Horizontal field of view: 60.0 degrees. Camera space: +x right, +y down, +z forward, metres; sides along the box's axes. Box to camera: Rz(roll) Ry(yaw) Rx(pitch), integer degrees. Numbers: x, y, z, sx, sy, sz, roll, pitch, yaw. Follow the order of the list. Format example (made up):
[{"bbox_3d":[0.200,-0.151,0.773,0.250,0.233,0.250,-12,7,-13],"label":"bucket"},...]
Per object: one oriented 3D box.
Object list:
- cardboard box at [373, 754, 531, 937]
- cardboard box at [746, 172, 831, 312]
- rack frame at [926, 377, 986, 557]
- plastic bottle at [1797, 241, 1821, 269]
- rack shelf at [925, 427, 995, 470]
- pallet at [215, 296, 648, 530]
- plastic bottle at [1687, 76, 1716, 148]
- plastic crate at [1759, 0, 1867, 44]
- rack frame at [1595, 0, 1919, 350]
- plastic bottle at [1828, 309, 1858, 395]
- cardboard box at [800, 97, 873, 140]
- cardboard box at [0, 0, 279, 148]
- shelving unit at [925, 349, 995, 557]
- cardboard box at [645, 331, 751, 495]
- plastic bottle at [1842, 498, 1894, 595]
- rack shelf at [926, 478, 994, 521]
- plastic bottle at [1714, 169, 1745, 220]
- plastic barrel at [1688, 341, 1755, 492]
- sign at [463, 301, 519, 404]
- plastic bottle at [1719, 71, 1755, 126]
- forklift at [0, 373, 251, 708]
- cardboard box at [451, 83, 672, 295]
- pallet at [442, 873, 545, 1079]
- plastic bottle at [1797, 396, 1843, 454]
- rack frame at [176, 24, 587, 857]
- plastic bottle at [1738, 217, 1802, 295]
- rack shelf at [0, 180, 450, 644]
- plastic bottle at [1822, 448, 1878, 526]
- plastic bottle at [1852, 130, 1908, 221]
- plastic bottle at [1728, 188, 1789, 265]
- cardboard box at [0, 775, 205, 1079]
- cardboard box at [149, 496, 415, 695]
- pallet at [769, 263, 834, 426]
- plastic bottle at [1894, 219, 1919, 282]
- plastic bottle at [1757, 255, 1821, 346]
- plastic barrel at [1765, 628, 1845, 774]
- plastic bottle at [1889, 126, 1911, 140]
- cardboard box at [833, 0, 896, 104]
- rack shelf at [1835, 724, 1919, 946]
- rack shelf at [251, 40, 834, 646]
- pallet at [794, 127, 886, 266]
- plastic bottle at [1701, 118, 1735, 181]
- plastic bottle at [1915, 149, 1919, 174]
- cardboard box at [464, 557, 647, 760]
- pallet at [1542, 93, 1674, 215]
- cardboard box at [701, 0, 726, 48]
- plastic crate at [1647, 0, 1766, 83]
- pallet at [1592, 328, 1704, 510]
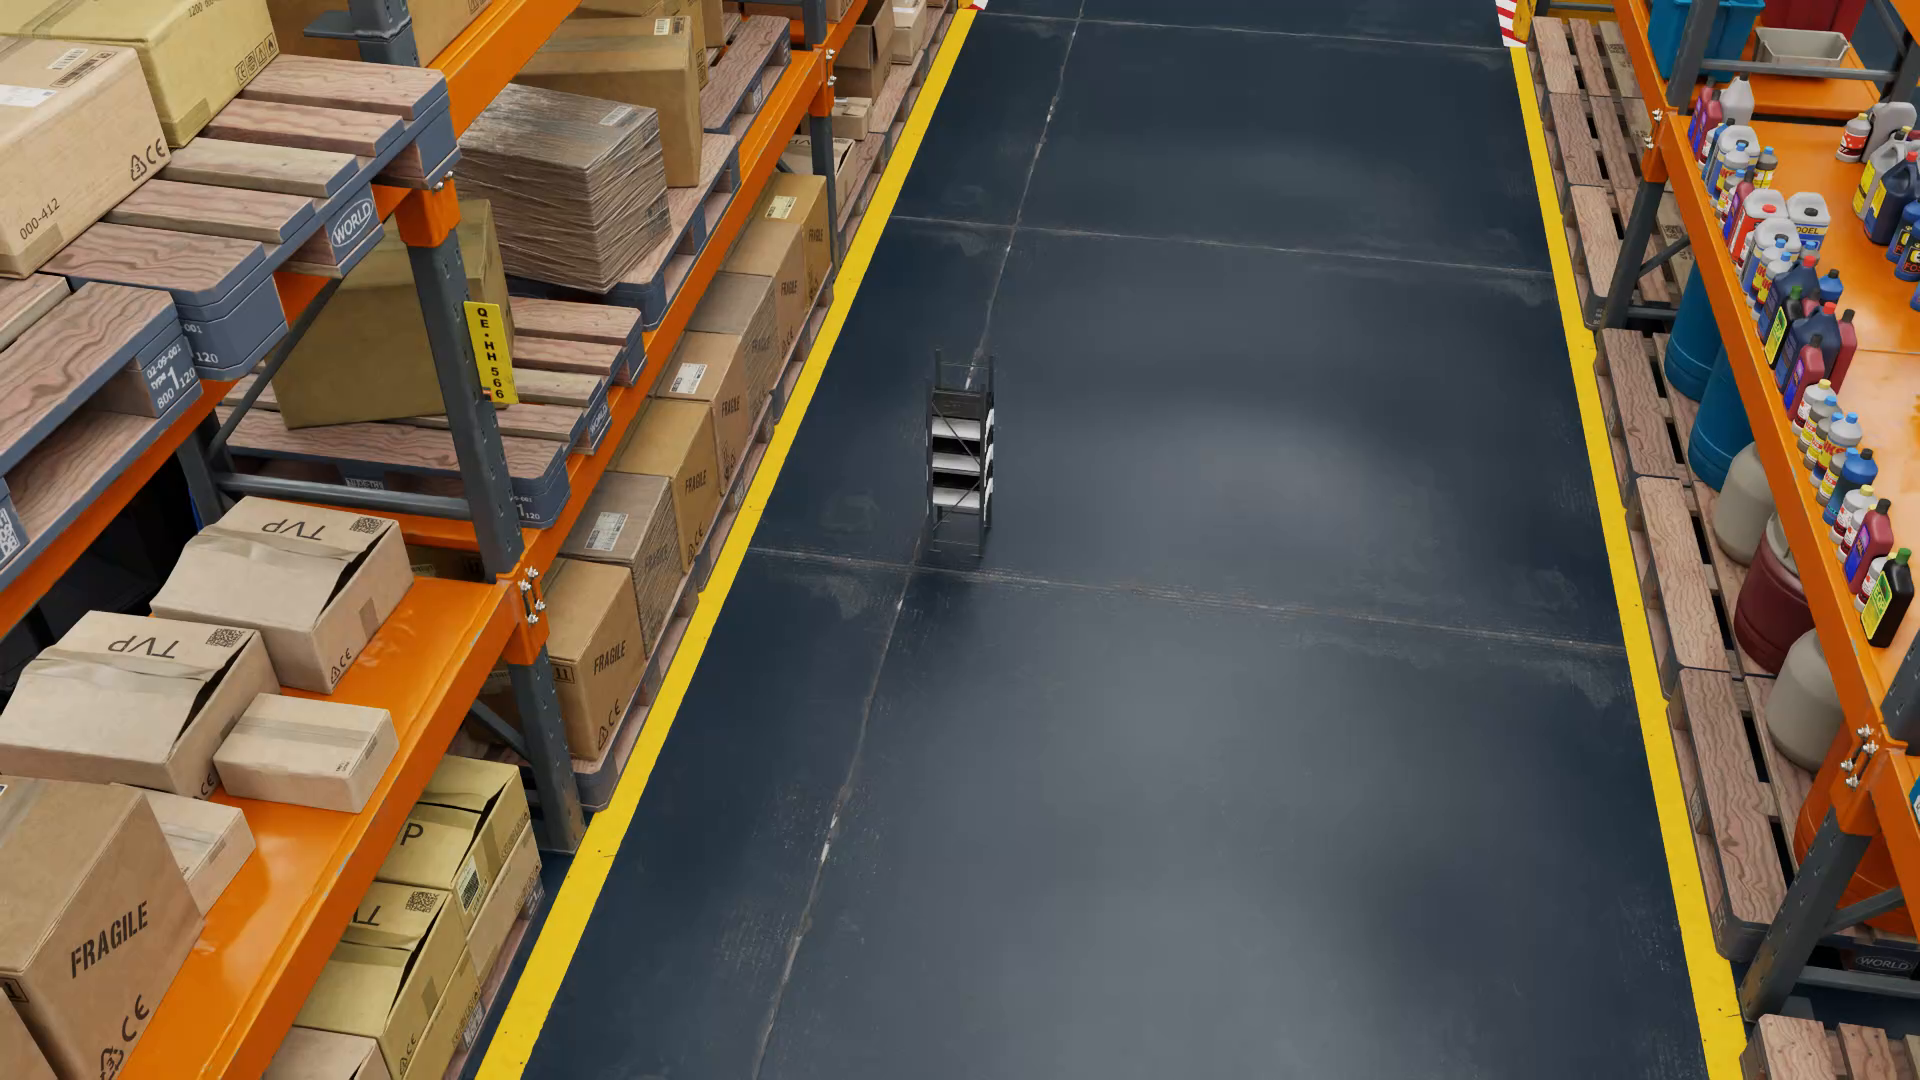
[{"bbox_3d":[-1.694,0.909,5.185,0.500,0.311,0.500,7,40,9],"label":"cardboard box"},{"bbox_3d":[-0.957,-1.504,8.332,0.500,0.500,0.500,6,40,7],"label":"cardboard box"},{"bbox_3d":[-0.016,-0.288,6.892,0.240,0.900,0.006,6,40,8],"label":"rack frame"},{"bbox_3d":[3.195,-1.037,6.306,0.097,0.201,0.097,0,40,0],"label":"plastic bottle"},{"bbox_3d":[0.001,-0.396,6.933,0.258,0.077,0.200,6,40,8],"label":"rack shelf"},{"bbox_3d":[-1.798,-0.488,5.637,1.213,0.211,1.003,6,40,8],"label":"pallet"},{"bbox_3d":[3.241,-1.863,7.241,0.061,0.283,0.133,6,40,8],"label":"plastic bottle"},{"bbox_3d":[4.126,-2.671,8.030,0.402,0.464,0.583,6,40,8],"label":"plastic crate"},{"bbox_3d":[3.724,-2.091,7.425,1.000,3.000,0.127,6,40,8],"label":"rack frame"},{"bbox_3d":[3.054,-0.654,5.778,0.061,0.283,0.133,6,40,8],"label":"plastic bottle"},{"bbox_3d":[-0.728,-2.500,9.799,0.380,0.166,0.250,6,40,8],"label":"cardboard box"},{"bbox_3d":[-1.869,-1.098,3.658,0.500,0.250,0.500,4,40,4],"label":"cardboard box"},{"bbox_3d":[0.001,-0.352,6.969,0.258,0.900,0.210,6,40,8],"label":"shelving unit"},{"bbox_3d":[-1.224,-0.561,7.191,0.500,0.500,0.500,5,40,6],"label":"cardboard box"},{"bbox_3d":[2.722,0.019,4.965,0.061,0.283,0.133,6,40,8],"label":"plastic bottle"},{"bbox_3d":[0.001,-0.188,7.105,0.258,0.077,0.200,6,40,8],"label":"rack shelf"},{"bbox_3d":[3.142,-1.405,6.752,0.097,0.201,0.097,0,40,0],"label":"plastic bottle"},{"bbox_3d":[3.491,-0.660,7.011,0.600,0.901,0.708,6,40,8],"label":"plastic barrel"},{"bbox_3d":[-1.299,-0.516,4.612,0.100,0.325,0.005,6,40,8],"label":"sign"},{"bbox_3d":[3.337,-1.861,7.186,0.144,0.351,0.185,6,40,8],"label":"plastic bottle"},{"bbox_3d":[-3.684,-0.736,5.840,1.130,2.935,3.031,20,43,22],"label":"forklift"},{"bbox_3d":[-1.502,-1.290,6.048,0.700,0.500,0.500,14,42,16],"label":"cardboard box"},{"bbox_3d":[-2.027,1.458,5.321,1.003,0.211,1.213,6,40,8],"label":"pallet"},{"bbox_3d":[2.861,-0.387,5.519,0.097,0.201,0.097,0,40,0],"label":"plastic bottle"},{"bbox_3d":[-1.846,-0.129,5.052,1.000,3.000,0.127,6,40,8],"label":"rack frame"},{"bbox_3d":[3.068,-1.068,6.285,0.152,0.276,0.135,6,40,8],"label":"plastic bottle"},{"bbox_3d":[-2.192,0.247,2.807,1.077,0.370,4.000,6,40,8],"label":"rack shelf"},{"bbox_3d":[2.793,-0.169,5.202,0.097,0.271,0.097,0,40,0],"label":"plastic bottle"},{"bbox_3d":[3.745,-1.475,6.718,0.144,0.351,0.185,6,40,8],"label":"plastic bottle"},{"bbox_3d":[3.109,-1.213,6.461,0.152,0.276,0.135,6,40,8],"label":"plastic bottle"},{"bbox_3d":[-2.120,0.887,3.744,0.500,0.500,0.500,4,40,5],"label":"cardboard box"},{"bbox_3d":[-1.952,0.129,4.810,0.500,0.311,0.500,9,40,10],"label":"cardboard box"},{"bbox_3d":[-1.257,-1.050,8.354,1.003,0.211,1.213,6,40,8],"label":"pallet"},{"bbox_3d":[3.674,-1.130,6.364,0.097,0.271,0.097,0,40,0],"label":"plastic bottle"},{"bbox_3d":[3.003,-0.875,5.993,0.144,0.351,0.185,6,40,8],"label":"plastic bottle"},{"bbox_3d":[3.110,0.543,5.862,0.421,0.512,0.421,0,40,0],"label":"plastic barrel"},{"bbox_3d":[3.981,-1.655,7.054,0.097,0.201,0.097,0,40,0],"label":"plastic bottle"},{"bbox_3d":[-0.834,-3.026,10.170,0.797,0.503,0.637,6,40,8],"label":"cardboard box"},{"bbox_3d":[2.686,1.952,3.100,1.077,0.370,4.000,6,40,8],"label":"rack shelf"},{"bbox_3d":[-1.500,-1.107,6.799,1.077,0.370,4.000,6,40,8],"label":"rack shelf"},{"bbox_3d":[-1.034,-1.995,9.498,1.003,0.211,1.213,6,40,8],"label":"pallet"},{"bbox_3d":[3.199,-1.639,6.979,0.097,0.271,0.097,0,40,0],"label":"plastic bottle"},{"bbox_3d":[3.887,-1.459,6.699,0.144,0.351,0.185,6,40,8],"label":"plastic bottle"},{"bbox_3d":[-1.486,0.411,6.016,0.500,0.500,0.500,8,40,10],"label":"cardboard box"},{"bbox_3d":[4.022,-2.250,9.805,1.003,0.211,1.213,6,40,8],"label":"pallet"},{"bbox_3d":[-1.456,-2.567,7.593,0.700,0.500,0.500,-6,40,-7],"label":"cardboard box"},{"bbox_3d":[3.469,-2.438,7.811,0.392,0.384,0.575,6,40,8],"label":"plastic crate"},{"bbox_3d":[3.550,-0.536,7.733,1.003,0.211,1.213,6,40,8],"label":"pallet"}]
